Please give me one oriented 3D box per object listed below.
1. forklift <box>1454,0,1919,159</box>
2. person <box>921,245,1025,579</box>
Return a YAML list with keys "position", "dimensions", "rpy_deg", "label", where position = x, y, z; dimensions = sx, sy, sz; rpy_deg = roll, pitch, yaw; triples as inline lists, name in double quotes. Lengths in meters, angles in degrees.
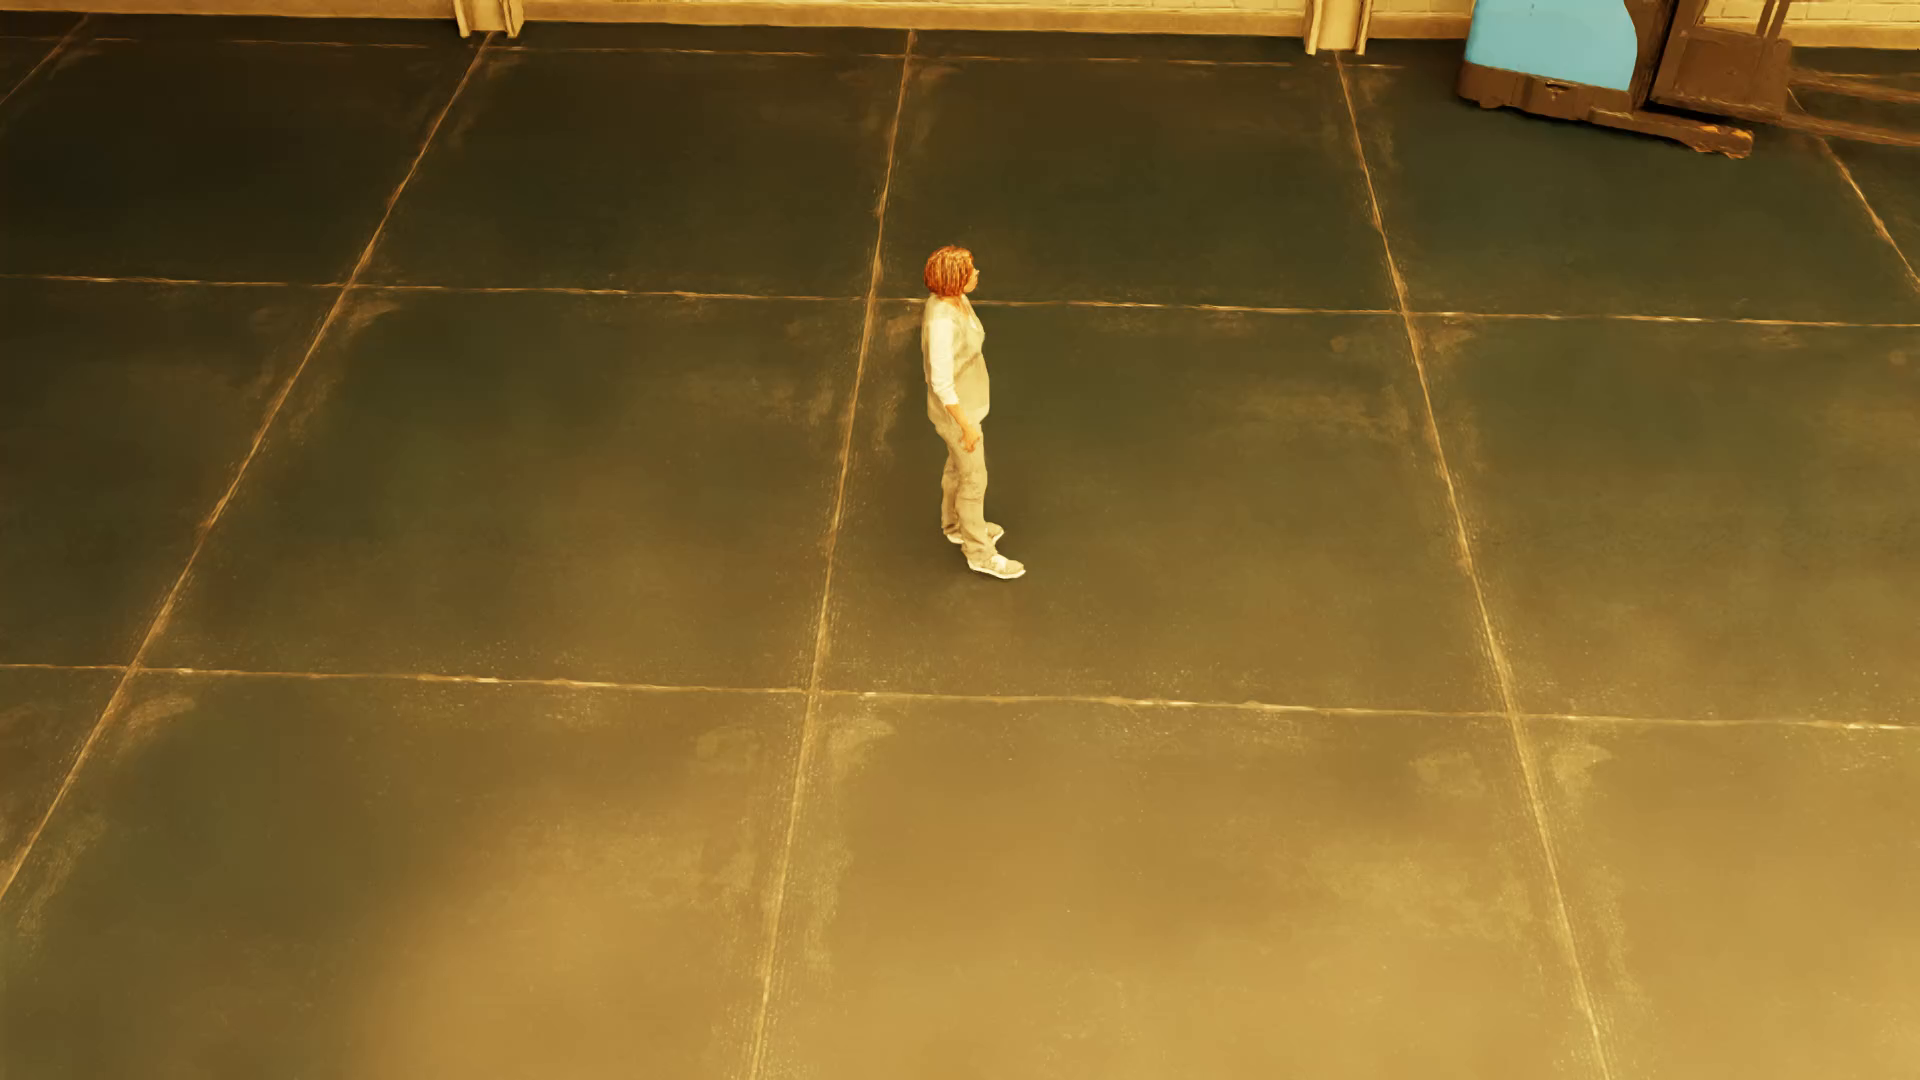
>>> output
- position: [4.865, -3.914, 10.029]
  dimensions: [3.031, 2.935, 1.130]
  rpy_deg: [16, 45, 16]
  label: "forklift"
- position: [0.073, -0.583, 7.360]
  dimensions: [0.474, 1.597, 0.521]
  rpy_deg: [2, 42, 2]
  label: "person"
